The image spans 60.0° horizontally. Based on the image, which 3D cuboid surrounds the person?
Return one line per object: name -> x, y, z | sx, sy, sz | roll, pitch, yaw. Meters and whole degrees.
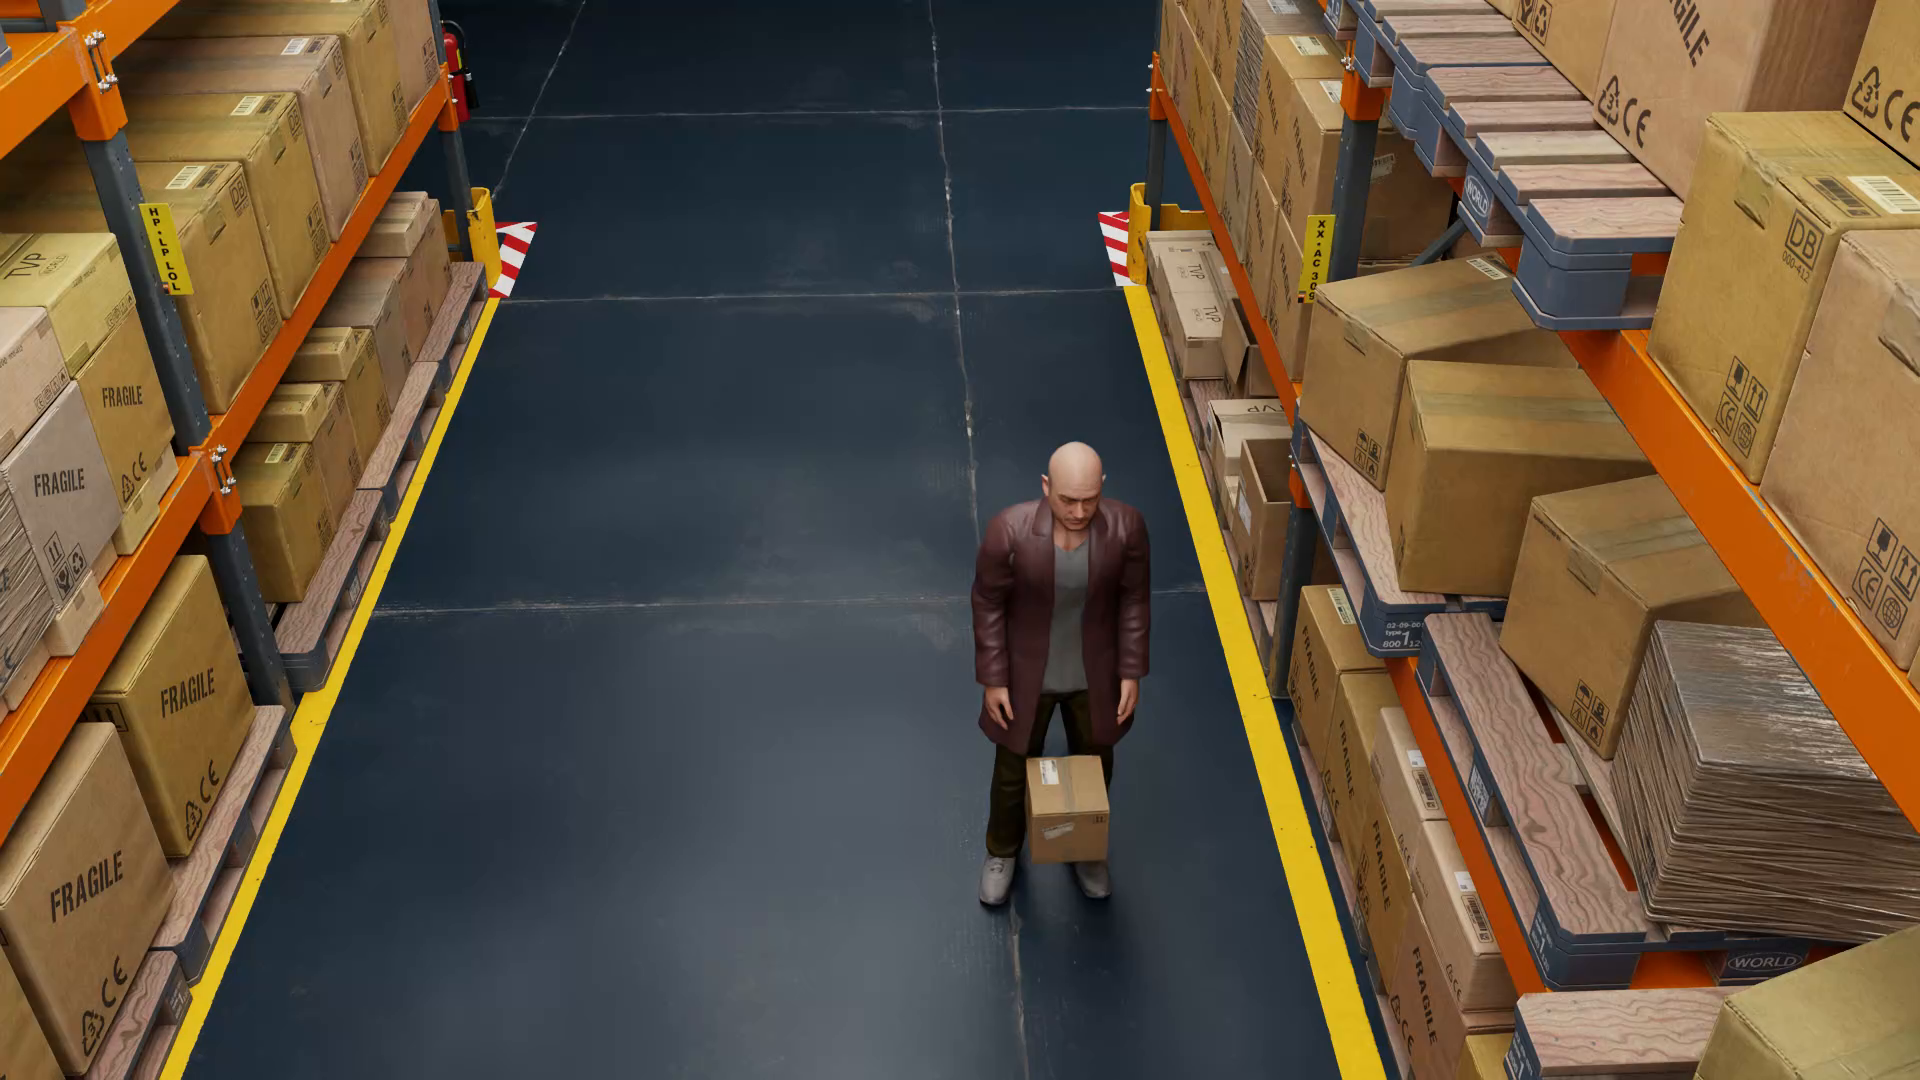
person -> 0.334, 0.444, 5.516 | 0.591, 1.777, 0.424 | -2, 35, -3
